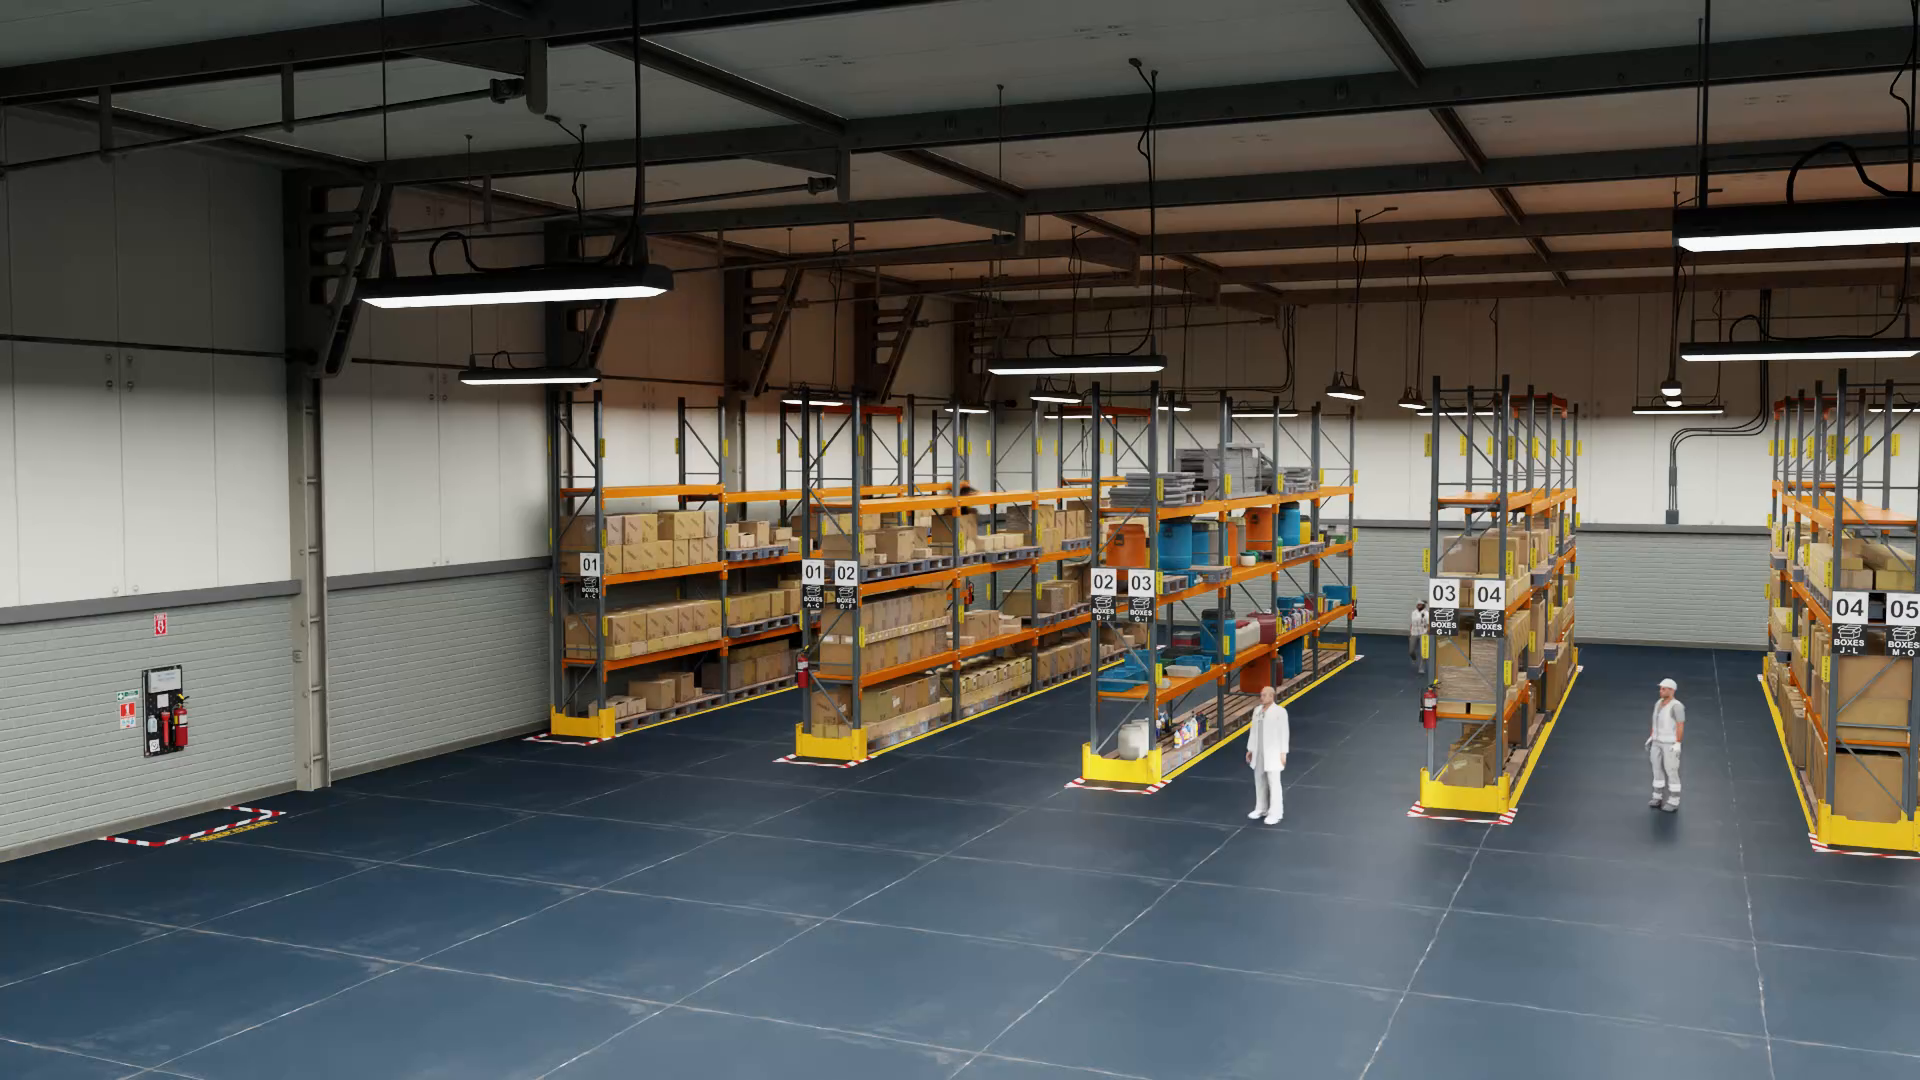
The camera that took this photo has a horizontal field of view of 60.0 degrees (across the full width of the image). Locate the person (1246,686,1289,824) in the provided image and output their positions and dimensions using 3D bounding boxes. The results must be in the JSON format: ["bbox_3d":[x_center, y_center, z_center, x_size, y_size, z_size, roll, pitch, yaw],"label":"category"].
[{"bbox_3d":[4.108,2.879,22.400,0.397,1.809,0.624,-2,4,-38],"label":"person"}]

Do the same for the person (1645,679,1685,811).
[{"bbox_3d":[9.780,2.824,23.103,0.377,1.800,0.583,-1,3,-19],"label":"person"}]

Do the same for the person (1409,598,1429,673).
[{"bbox_3d":[10.259,2.112,37.063,0.478,1.659,0.665,1,3,21],"label":"person"}]
